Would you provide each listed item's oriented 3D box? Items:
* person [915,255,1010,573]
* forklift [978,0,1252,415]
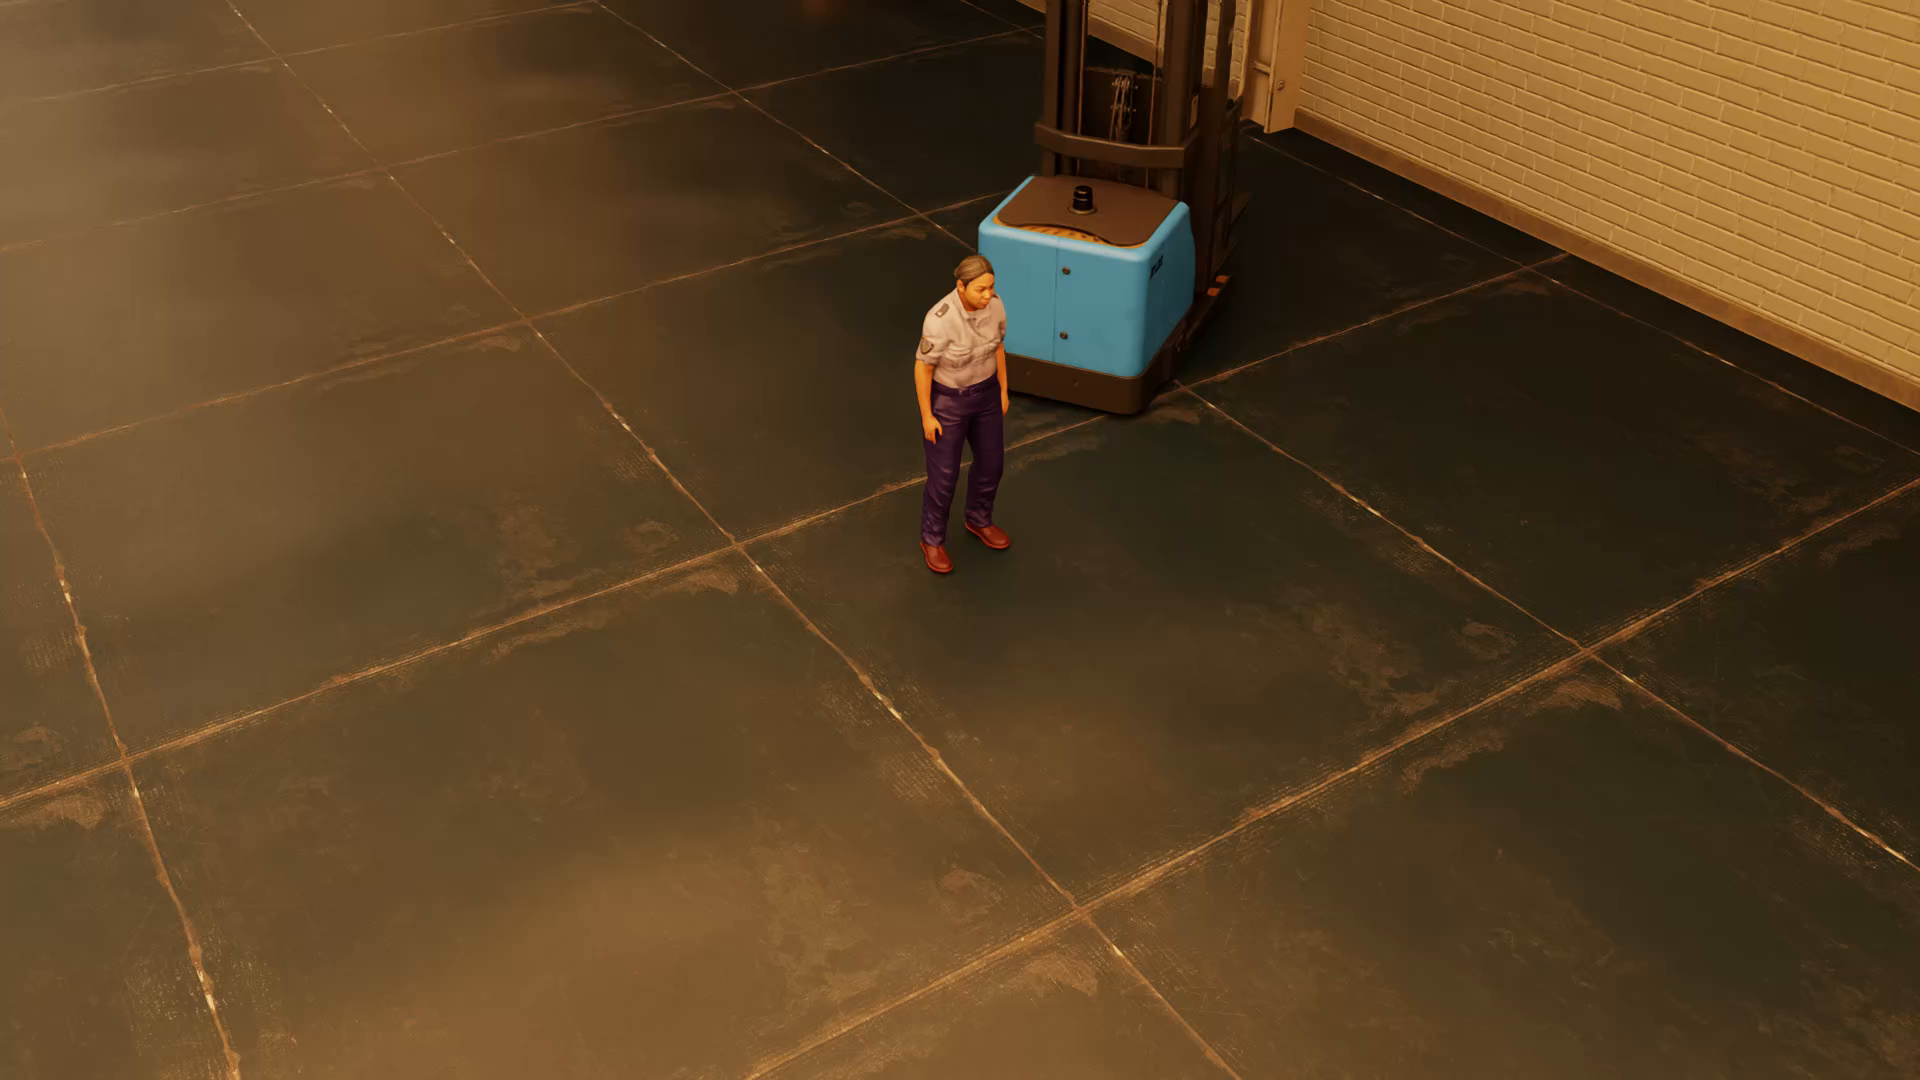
[{"bbox_3d":[0.014,-0.660,8.202,0.546,1.651,0.373,-22,41,-28],"label":"person"},{"bbox_3d":[1.149,-2.762,10.079,1.130,2.935,3.031,14,38,19],"label":"forklift"}]
